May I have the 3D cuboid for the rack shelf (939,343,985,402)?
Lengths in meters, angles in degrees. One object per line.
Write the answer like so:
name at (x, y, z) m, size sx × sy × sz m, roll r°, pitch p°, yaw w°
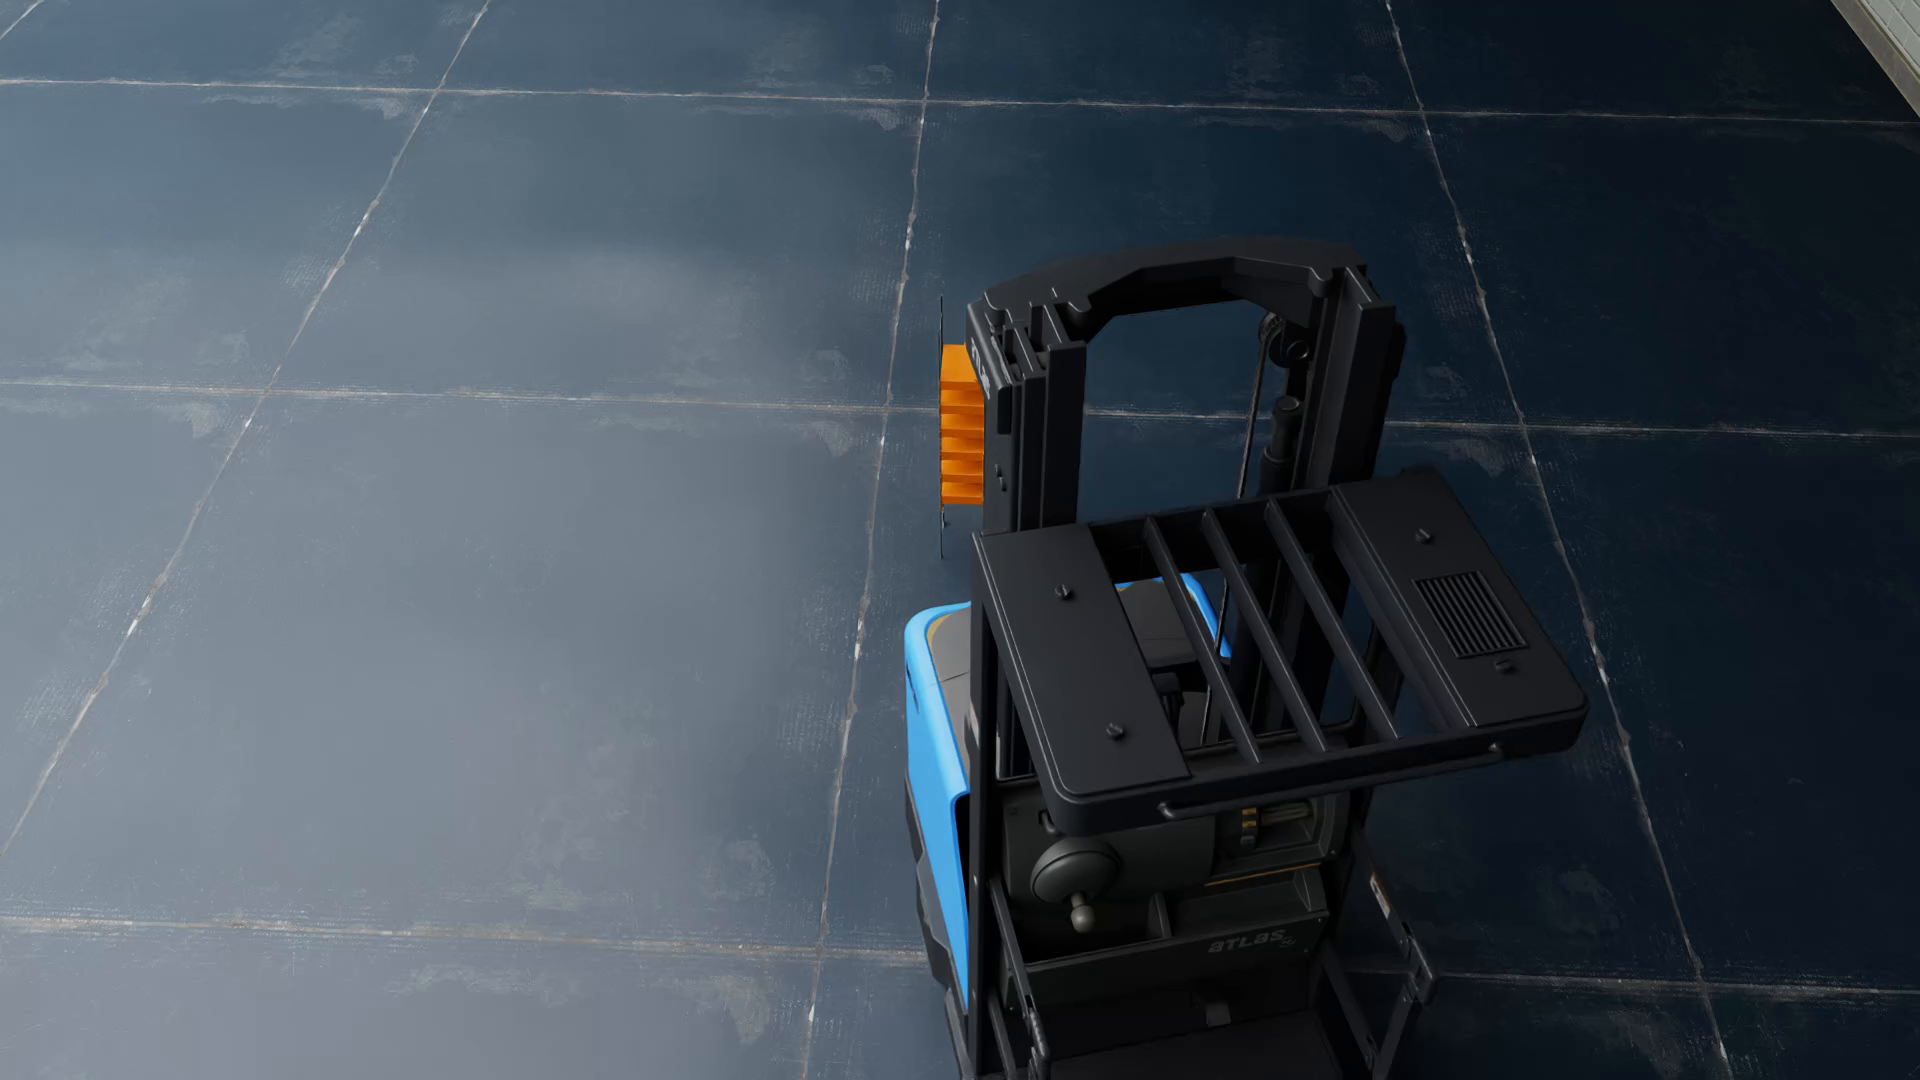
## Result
rack shelf at (0.014, -0.669, 6.625) m, size 0.180 × 0.103 × 0.258 m, roll 2°, pitch 43°, yaw 2°

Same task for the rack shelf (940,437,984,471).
rack shelf at (0.014, -0.406, 6.871) m, size 0.180 × 0.103 × 0.258 m, roll 2°, pitch 43°, yaw 2°

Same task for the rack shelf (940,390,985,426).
rack shelf at (0.014, -0.582, 6.707) m, size 0.180 × 0.103 × 0.258 m, roll 2°, pitch 43°, yaw 2°

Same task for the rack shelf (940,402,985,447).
rack shelf at (0.014, -0.494, 6.789) m, size 0.180 × 0.103 × 0.258 m, roll 2°, pitch 43°, yaw 2°

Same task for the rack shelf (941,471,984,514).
rack shelf at (0.014, -0.230, 7.034) m, size 0.180 × 0.103 × 0.258 m, roll 2°, pitch 43°, yaw 2°

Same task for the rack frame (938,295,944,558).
rack frame at (-0.077, -0.441, 6.844) m, size 0.006 × 1.200 × 0.240 m, roll 2°, pitch 43°, yaw 2°

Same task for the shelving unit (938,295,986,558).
shelving unit at (0.014, -0.439, 6.841) m, size 0.189 × 1.200 × 0.258 m, roll 2°, pitch 43°, yaw 2°

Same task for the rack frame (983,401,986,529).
rack frame at (0.106, -0.436, 6.838) m, size 0.006 × 1.200 × 0.240 m, roll 2°, pitch 43°, yaw 2°

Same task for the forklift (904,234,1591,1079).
forklift at (0.619, 0.857, 4.180) m, size 1.130 × 2.935 × 3.031 m, roll -8°, pitch 44°, yaw -9°

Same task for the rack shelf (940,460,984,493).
rack shelf at (0.014, -0.318, 6.953) m, size 0.180 × 0.103 × 0.258 m, roll 2°, pitch 43°, yaw 2°
